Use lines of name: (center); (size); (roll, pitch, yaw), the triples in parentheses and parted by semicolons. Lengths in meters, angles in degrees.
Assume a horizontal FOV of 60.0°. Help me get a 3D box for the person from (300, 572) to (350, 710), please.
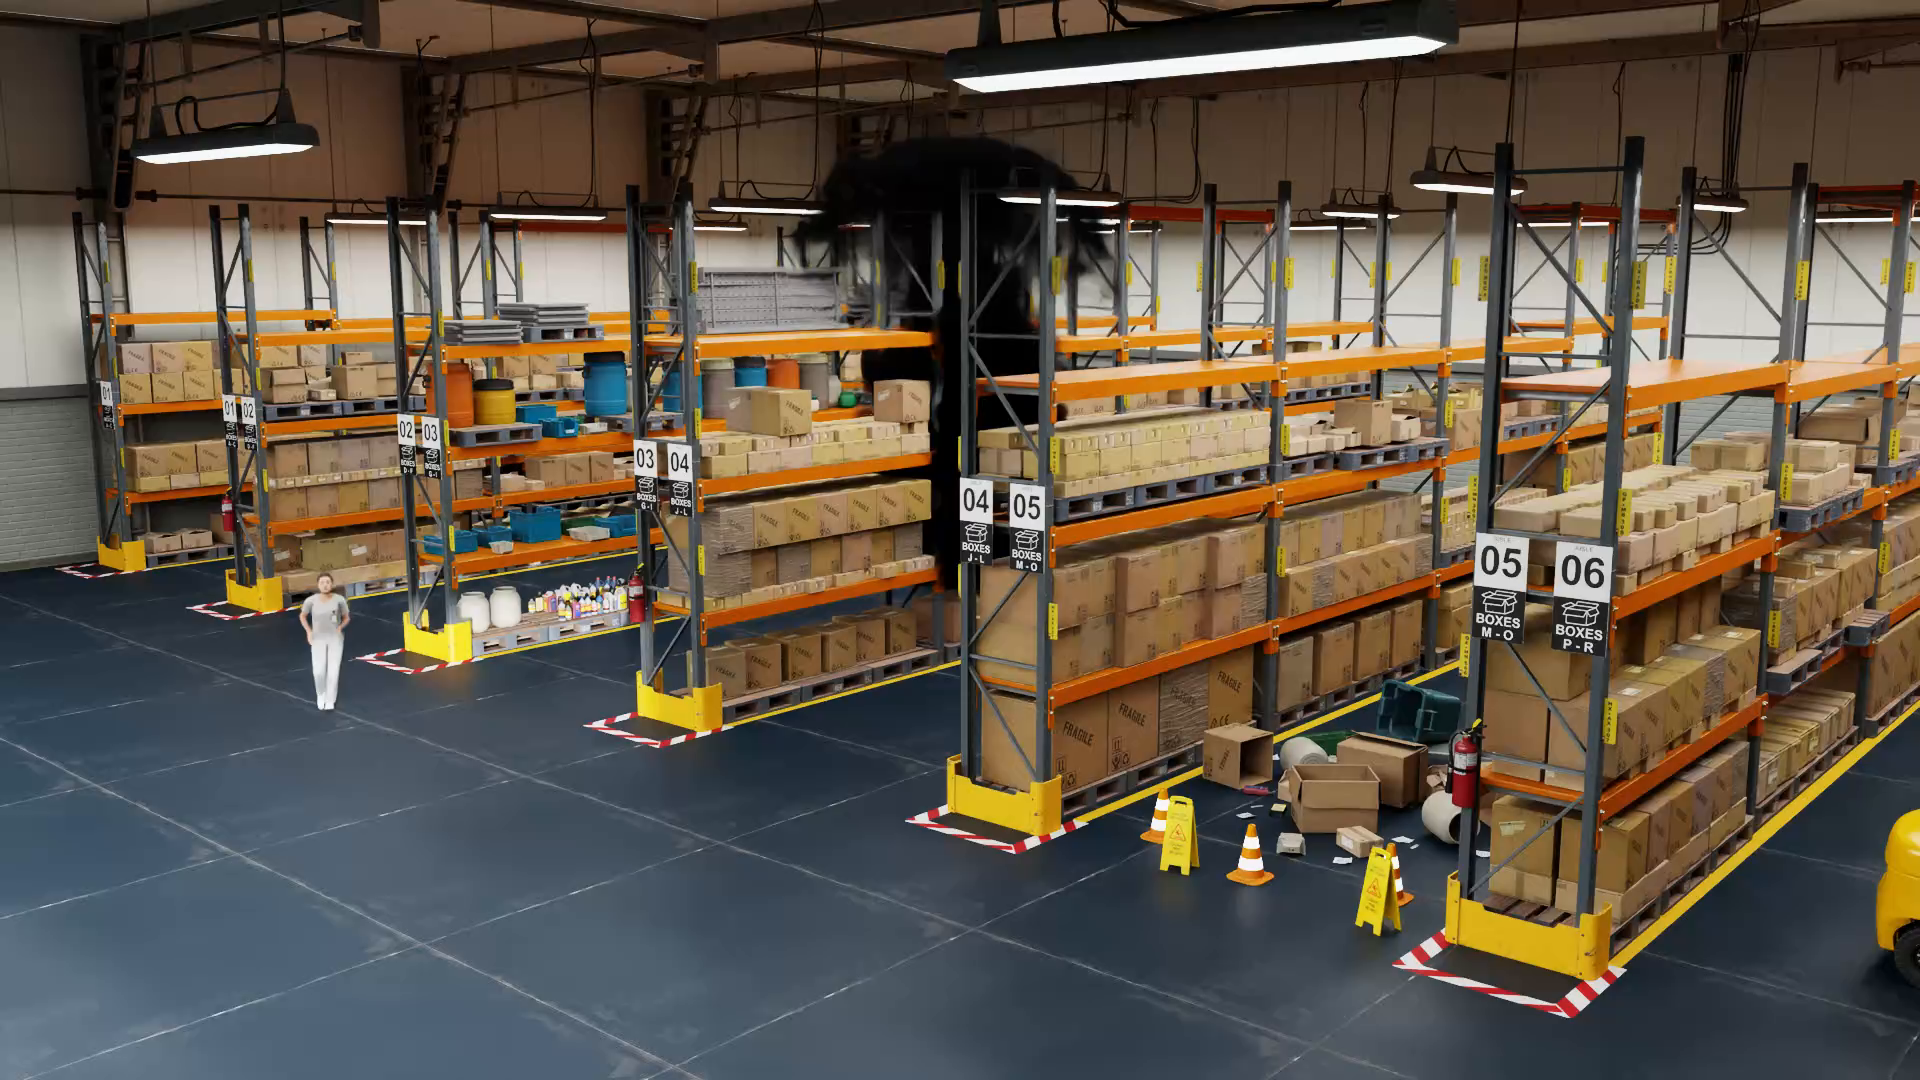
person: (-7.301, 1.187, 19.177); (0.537, 1.619, 0.588); (-4, 10, -23)
